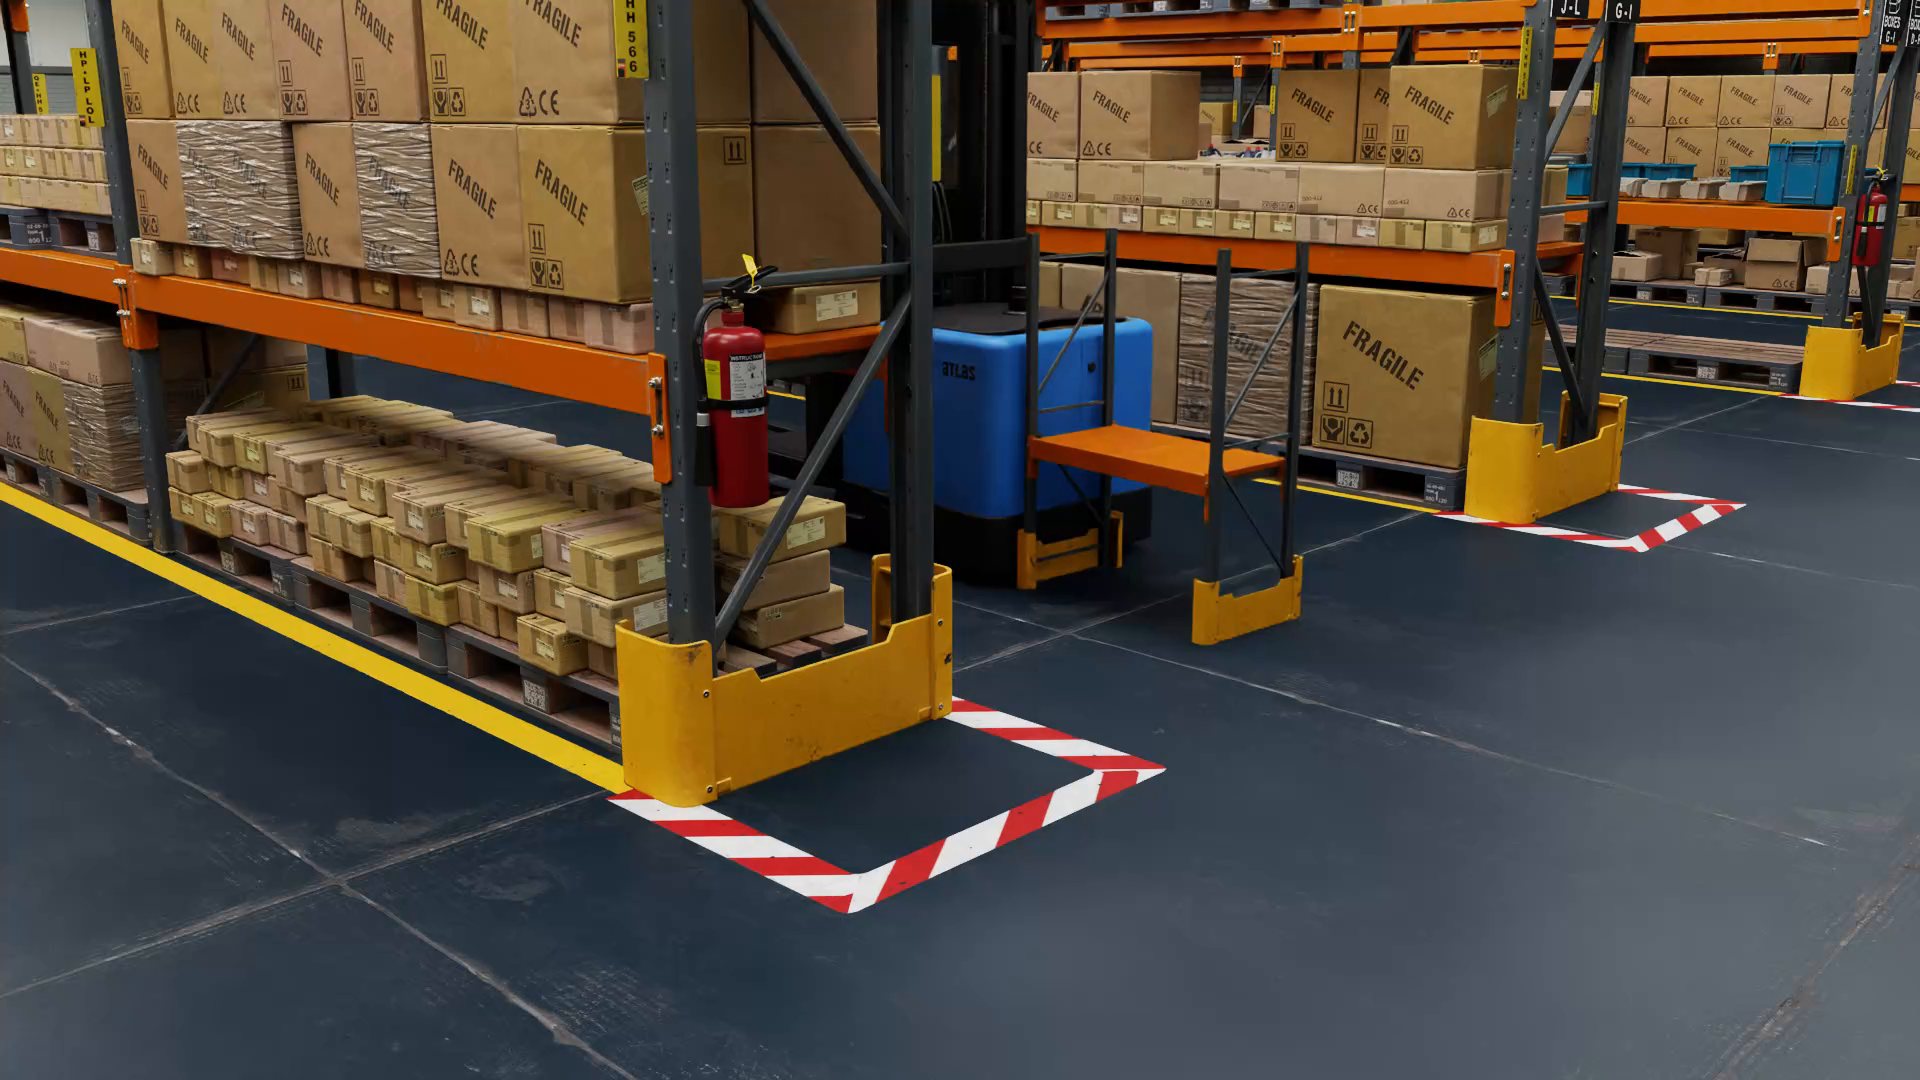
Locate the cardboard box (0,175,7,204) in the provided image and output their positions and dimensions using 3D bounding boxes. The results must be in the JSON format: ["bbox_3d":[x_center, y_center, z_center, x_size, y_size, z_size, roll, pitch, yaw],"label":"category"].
[{"bbox_3d":[-4.909,-1.867,8.814,0.250,0.149,0.380,13,19,40],"label":"cardboard box"}]

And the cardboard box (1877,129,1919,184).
[{"bbox_3d":[9.033,-3.625,15.699,0.500,0.500,0.500,14,20,43],"label":"cardboard box"}]

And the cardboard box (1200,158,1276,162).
[{"bbox_3d":[1.766,-2.134,9.879,0.500,0.250,0.500,13,20,41],"label":"cardboard box"}]

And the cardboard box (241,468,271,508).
[{"bbox_3d":[-2.870,-0.260,7.212,0.250,0.149,0.380,14,20,42],"label":"cardboard box"}]

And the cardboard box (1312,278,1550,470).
[{"bbox_3d":[2.525,-0.933,8.945,0.875,0.875,0.875,14,20,42],"label":"cardboard box"}]

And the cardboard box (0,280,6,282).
[{"bbox_3d":[-6.609,-1.415,11.044,0.750,0.750,1.050,13,20,41],"label":"cardboard box"}]

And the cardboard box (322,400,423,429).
[{"bbox_3d":[-2.706,-0.537,7.685,0.250,0.149,0.380,14,20,43],"label":"cardboard box"}]

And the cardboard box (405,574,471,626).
[{"bbox_3d":[-1.798,0.182,6.107,0.250,0.149,0.380,13,19,40],"label":"cardboard box"}]

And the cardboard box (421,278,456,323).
[{"bbox_3d":[-1.618,-0.845,5.726,0.250,0.149,0.380,13,19,40],"label":"cardboard box"}]

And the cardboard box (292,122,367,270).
[{"bbox_3d":[-2.067,-1.269,6.066,0.500,0.500,0.500,-13,20,-41],"label":"cardboard box"}]

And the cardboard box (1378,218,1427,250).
[{"bbox_3d":[2.368,-1.587,8.570,0.250,0.149,0.380,14,20,43],"label":"cardboard box"}]

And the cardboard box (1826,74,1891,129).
[{"bbox_3d":[8.668,-4.196,15.906,0.500,0.500,0.500,-14,20,-43],"label":"cardboard box"}]

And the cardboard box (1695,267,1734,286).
[{"bbox_3d":[7.822,-2.737,17.236,0.250,0.166,0.380,14,20,42],"label":"cardboard box"}]

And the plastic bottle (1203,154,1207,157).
[{"bbox_3d":[2.275,-3.450,15.478,0.097,0.271,0.097,0,15,0],"label":"plastic bottle"}]

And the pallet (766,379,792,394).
[{"bbox_3d":[-1.329,-1.346,12.679,1.213,0.211,1.003,14,20,42],"label":"pallet"}]

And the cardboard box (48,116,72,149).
[{"bbox_3d":[-4.157,-1.975,8.047,0.250,0.149,0.380,13,19,40],"label":"cardboard box"}]

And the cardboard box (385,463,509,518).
[{"bbox_3d":[-1.934,-0.173,6.287,0.250,0.149,0.380,13,19,40],"label":"cardboard box"}]

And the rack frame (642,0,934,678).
[{"bbox_3d":[-0.474,-0.778,4.968,0.127,3.000,1.000,14,20,42],"label":"rack frame"}]

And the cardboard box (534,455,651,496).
[{"bbox_3d":[-1.419,-0.215,6.450,0.380,0.149,0.250,-14,20,-42],"label":"cardboard box"}]

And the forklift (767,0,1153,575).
[{"bbox_3d":[-0.455,-1.573,8.155,1.130,2.935,3.031,-12,19,-39],"label":"forklift"}]

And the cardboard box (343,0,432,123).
[{"bbox_3d":[-1.722,-1.667,5.609,0.500,0.500,0.500,-13,20,-41],"label":"cardboard box"}]

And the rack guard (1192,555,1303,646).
[{"bbox_3d":[1.135,0.232,6.547,0.587,0.250,0.087,-12,19,-39],"label":"rack guard"}]

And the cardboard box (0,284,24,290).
[{"bbox_3d":[-5.905,-1.370,9.878,0.500,0.250,0.500,13,19,40],"label":"cardboard box"}]

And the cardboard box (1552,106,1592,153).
[{"bbox_3d":[6.854,-4.533,18.349,0.500,0.500,0.700,7,16,24],"label":"cardboard box"}]

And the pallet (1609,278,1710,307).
[{"bbox_3d":[7.534,-2.688,17.830,1.213,0.211,1.003,14,20,42],"label":"pallet"}]

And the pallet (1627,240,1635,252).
[{"bbox_3d":[8.986,-4.043,23.031,1.213,0.211,1.003,14,20,42],"label":"pallet"}]

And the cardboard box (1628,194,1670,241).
[{"bbox_3d":[9.276,-4.466,22.553,0.750,0.750,0.750,-14,20,-43],"label":"cardboard box"}]

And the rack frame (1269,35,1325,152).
[{"bbox_3d":[4.161,-4.858,20.627,0.127,3.000,1.000,14,20,42],"label":"rack frame"}]

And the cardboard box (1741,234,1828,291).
[{"bbox_3d":[8.396,-2.835,16.942,0.637,0.503,0.797,14,20,42],"label":"cardboard box"}]

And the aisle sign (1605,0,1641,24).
[{"bbox_3d":[3.301,-2.960,8.188,0.004,0.787,0.394,14,20,42],"label":"aisle sign"}]

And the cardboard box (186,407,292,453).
[{"bbox_3d":[-3.250,-0.492,7.511,0.380,0.149,0.250,-14,20,-42],"label":"cardboard box"}]

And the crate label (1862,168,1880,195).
[{"bbox_3d":[6.530,-2.610,12.215,0.303,0.233,0.416,14,20,42],"label":"crate label"}]

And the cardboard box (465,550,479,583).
[{"bbox_3d":[-1.550,0.058,5.993,0.250,0.149,0.380,13,20,42],"label":"cardboard box"}]

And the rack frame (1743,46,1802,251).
[{"bbox_3d":[10.476,-5.058,21.394,0.127,3.000,1.000,14,20,42],"label":"rack frame"}]

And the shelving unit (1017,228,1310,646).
[{"bbox_3d":[0.811,-0.468,6.755,0.587,1.500,1.083,-12,19,-39],"label":"shelving unit"}]

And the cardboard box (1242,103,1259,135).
[{"bbox_3d":[4.524,-6.878,27.150,0.500,0.500,0.500,13,19,41],"label":"cardboard box"}]

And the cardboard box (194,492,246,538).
[{"bbox_3d":[-3.123,-0.133,7.314,0.380,0.149,0.250,-14,20,-43],"label":"cardboard box"}]

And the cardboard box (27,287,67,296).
[{"bbox_3d":[-5.188,-1.376,9.901,0.500,0.250,0.500,14,20,43],"label":"cardboard box"}]

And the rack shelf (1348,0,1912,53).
[{"bbox_3d":[5.039,-4.013,12.862,4.000,0.370,1.077,14,20,42],"label":"rack shelf"}]

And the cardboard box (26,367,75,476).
[{"bbox_3d":[-4.431,-0.645,8.584,0.500,0.500,0.500,13,19,41],"label":"cardboard box"}]

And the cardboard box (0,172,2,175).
[{"bbox_3d":[-4.900,-2.011,8.776,0.380,0.149,0.250,-14,20,-42],"label":"cardboard box"}]

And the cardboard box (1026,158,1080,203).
[{"bbox_3d":[0.673,-2.214,10.188,0.500,0.250,0.500,14,20,42],"label":"cardboard box"}]

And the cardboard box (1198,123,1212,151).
[{"bbox_3d":[2.941,-5.197,21.730,0.500,0.500,0.500,12,19,39],"label":"cardboard box"}]

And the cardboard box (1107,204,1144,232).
[{"bbox_3d":[1.077,-1.900,9.773,0.250,0.149,0.380,14,20,43],"label":"cardboard box"}]

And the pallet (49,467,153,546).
[{"bbox_3d":[-3.915,-0.264,8.528,1.213,0.211,1.003,14,20,42],"label":"pallet"}]

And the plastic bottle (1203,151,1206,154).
[{"bbox_3d":[2.359,-3.654,16.238,0.133,0.283,0.061,14,20,42],"label":"plastic bottle"}]

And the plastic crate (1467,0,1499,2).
[{"bbox_3d":[4.303,-4.381,13.106,0.590,0.269,0.497,14,20,42],"label":"plastic crate"}]

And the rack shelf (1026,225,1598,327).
[{"bbox_3d":[1.601,-1.662,9.790,4.000,0.370,1.077,14,20,42],"label":"rack shelf"}]

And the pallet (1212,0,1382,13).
[{"bbox_3d":[2.967,-4.739,14.597,1.003,0.211,1.213,14,20,42],"label":"pallet"}]

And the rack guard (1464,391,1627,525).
[{"bbox_3d":[3.058,-0.447,8.655,0.348,0.500,1.175,14,20,42],"label":"rack guard"}]

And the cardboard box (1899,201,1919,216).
[{"bbox_3d":[11.729,-4.095,20.537,0.250,0.149,0.380,14,20,43],"label":"cardboard box"}]

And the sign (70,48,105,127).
[{"bbox_3d":[-3.737,-1.937,7.120,0.005,0.325,0.100,14,20,42],"label":"sign"}]

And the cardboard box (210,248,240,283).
[{"bbox_3d":[-2.911,-1.178,7.004,0.250,0.149,0.380,13,19,40],"label":"cardboard box"}]
